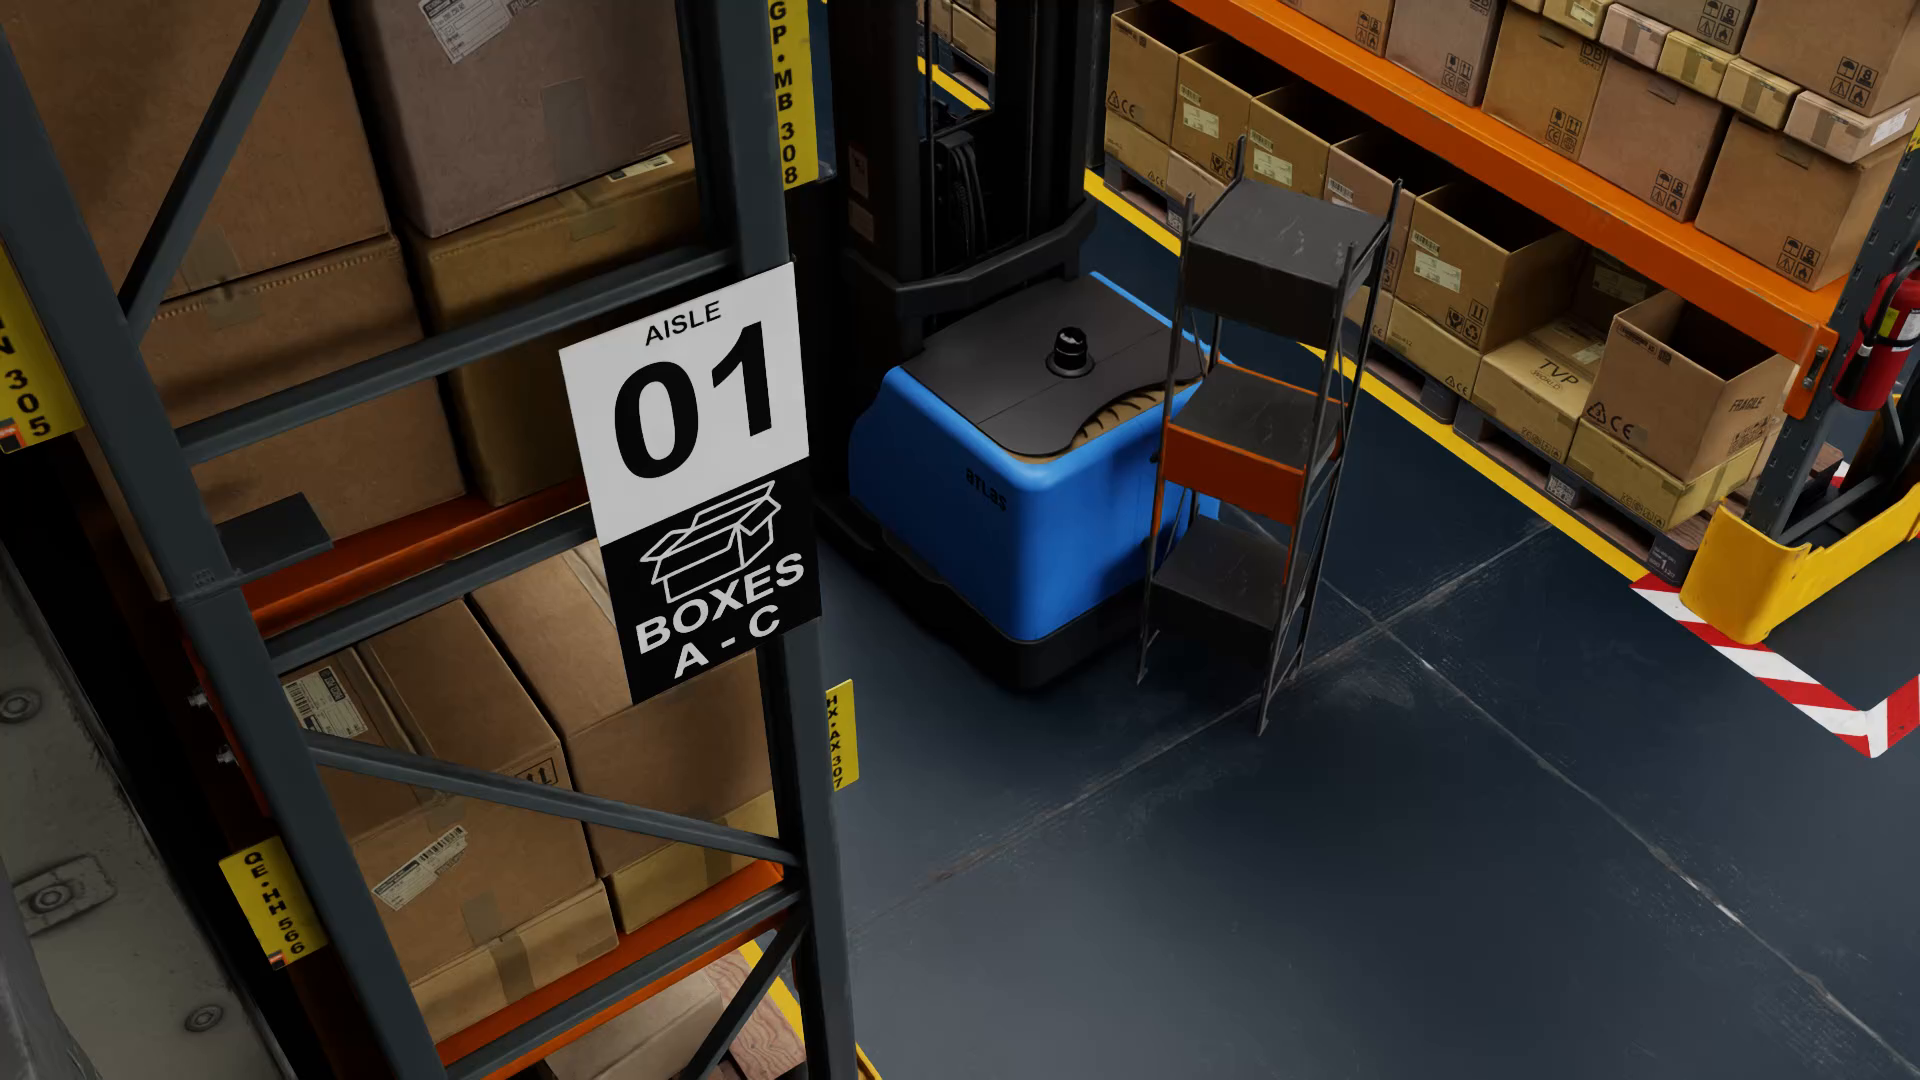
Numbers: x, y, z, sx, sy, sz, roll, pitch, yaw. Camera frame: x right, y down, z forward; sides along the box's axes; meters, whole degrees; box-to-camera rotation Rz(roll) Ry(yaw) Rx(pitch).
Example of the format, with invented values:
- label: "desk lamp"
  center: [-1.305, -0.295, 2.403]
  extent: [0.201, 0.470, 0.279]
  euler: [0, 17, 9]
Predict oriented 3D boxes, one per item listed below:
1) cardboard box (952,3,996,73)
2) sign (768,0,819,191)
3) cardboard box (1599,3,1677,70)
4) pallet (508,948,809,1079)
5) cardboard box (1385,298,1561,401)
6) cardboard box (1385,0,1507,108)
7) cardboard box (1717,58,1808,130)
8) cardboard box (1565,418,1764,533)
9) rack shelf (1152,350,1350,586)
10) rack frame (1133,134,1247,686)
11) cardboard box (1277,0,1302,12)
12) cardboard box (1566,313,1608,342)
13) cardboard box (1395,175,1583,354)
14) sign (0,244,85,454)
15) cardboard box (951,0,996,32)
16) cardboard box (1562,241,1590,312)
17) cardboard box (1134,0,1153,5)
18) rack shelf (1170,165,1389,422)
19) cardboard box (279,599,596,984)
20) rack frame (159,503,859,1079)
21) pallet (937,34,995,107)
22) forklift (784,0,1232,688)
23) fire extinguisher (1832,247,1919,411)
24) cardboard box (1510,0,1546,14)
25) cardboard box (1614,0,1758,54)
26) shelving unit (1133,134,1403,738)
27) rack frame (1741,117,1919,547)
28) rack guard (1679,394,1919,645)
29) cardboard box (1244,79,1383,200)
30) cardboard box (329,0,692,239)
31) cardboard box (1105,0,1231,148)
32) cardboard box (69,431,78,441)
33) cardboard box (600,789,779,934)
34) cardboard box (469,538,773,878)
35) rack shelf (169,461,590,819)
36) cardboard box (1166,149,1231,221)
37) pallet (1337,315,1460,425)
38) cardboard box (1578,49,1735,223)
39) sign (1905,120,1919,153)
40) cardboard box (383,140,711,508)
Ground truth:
- label: "cardboard box"
  center: [0.302, -2.839, 9.238]
  extent: [0.500, 0.250, 0.500]
  euler: [-26, 50, -25]
- label: "sign"
  center: [-0.263, -0.665, 2.469]
  extent: [0.100, 0.325, 0.005]
  euler: [-26, 49, -24]
- label: "cardboard box"
  center: [2.539, -1.856, 5.980]
  extent: [0.380, 0.149, 0.250]
  euler: [-25, 49, -24]
- label: "pallet"
  center: [-1.187, 1.442, 5.087]
  extent: [1.003, 0.211, 1.213]
  euler: [-26, 49, -24]
- label: "cardboard box"
  center: [2.221, -0.914, 7.222]
  extent: [0.500, 0.250, 0.500]
  euler: [-26, 49, -24]
- label: "cardboard box"
  center: [2.209, -2.190, 6.799]
  extent: [0.700, 0.500, 0.500]
  euler: [-24, 49, -23]
- label: "cardboard box"
  center: [2.827, -1.568, 5.678]
  extent: [0.380, 0.149, 0.250]
  euler: [-25, 49, -23]
- label: "cardboard box"
  center: [2.804, -0.353, 6.634]
  extent: [0.500, 0.250, 0.500]
  euler: [-26, 49, -24]
- label: "rack shelf"
  center: [0.962, -0.241, 5.501]
  extent: [0.480, 0.518, 0.431]
  euler: [22, 48, 22]
- label: "rack frame"
  center: [0.752, -0.336, 5.581]
  extent: [0.015, 2.100, 0.400]
  euler: [22, 48, 22]
- label: "cardboard box"
  center: [1.631, -2.765, 7.402]
  extent: [0.700, 0.500, 0.500]
  euler: [-26, 50, -25]
- label: "cardboard box"
  center: [2.940, -0.839, 7.144]
  extent: [0.500, 0.250, 0.500]
  euler: [-26, 49, -24]
- label: "cardboard box"
  center: [2.218, -1.184, 6.962]
  extent: [0.500, 0.500, 0.500]
  euler: [-26, 49, -24]
- label: "sign"
  center: [-1.175, -0.247, 2.023]
  extent: [0.100, 0.325, 0.005]
  euler: [-26, 49, -24]
- label: "cardboard box"
  center: [0.295, -3.042, 9.046]
  extent: [0.500, 0.311, 0.500]
  euler: [-24, 49, -23]
- label: "cardboard box"
  center: [2.645, -1.389, 7.177]
  extent: [0.500, 0.500, 0.500]
  euler: [-26, 49, -24]
- label: "cardboard box"
  center: [1.033, -2.967, 8.966]
  extent: [0.500, 0.311, 0.500]
  euler: [-26, 49, -24]
- label: "rack shelf"
  center: [0.961, -0.746, 5.016]
  extent: [0.480, 0.518, 0.431]
  euler: [22, 48, 22]
- label: "cardboard box"
  center: [-1.152, 0.543, 3.560]
  extent: [0.500, 0.500, 0.500]
  euler: [-26, 50, -25]
- label: "rack frame"
  center: [-0.708, 0.951, 3.582]
  extent: [1.000, 3.000, 0.127]
  euler: [-26, 49, -24]
- label: "pallet"
  center: [0.611, -2.667, 9.391]
  extent: [1.003, 0.211, 1.213]
  euler: [-26, 49, -24]
- label: "forklift"
  center: [-0.314, -1.478, 6.176]
  extent: [1.130, 2.935, 3.031]
  euler: [-29, 51, -27]
- label: "fire extinguisher"
  center: [3.040, -0.730, 5.398]
  extent: [0.296, 0.674, 0.183]
  euler: [-26, 49, -24]
- label: "cardboard box"
  center: [2.236, -2.153, 6.291]
  extent: [0.380, 0.149, 0.250]
  euler: [-24, 49, -23]
- label: "cardboard box"
  center: [2.761, -2.109, 5.775]
  extent: [0.700, 0.500, 0.500]
  euler: [-27, 50, -25]
- label: "shelving unit"
  center: [0.962, -0.251, 5.491]
  extent: [0.503, 2.100, 0.431]
  euler: [22, 48, 22]
- label: "rack frame"
  center: [3.353, -1.008, 5.634]
  extent: [1.000, 3.000, 0.127]
  euler: [-26, 49, -24]
- label: "rack guard"
  center: [3.367, -0.091, 6.483]
  extent: [1.175, 0.500, 0.348]
  euler: [-26, 49, -24]
- label: "cardboard box"
  center: [1.645, -1.750, 7.555]
  extent: [0.500, 0.500, 0.500]
  euler: [-26, 49, -24]
- label: "cardboard box"
  center: [-0.729, -0.854, 2.489]
  extent: [0.500, 0.500, 0.500]
  euler: [-29, 51, -27]
- label: "cardboard box"
  center: [1.073, -2.316, 8.148]
  extent: [0.500, 0.500, 0.500]
  euler: [-26, 49, -24]
- label: "cardboard box"
  center: [-1.454, -0.584, 2.930]
  extent: [0.500, 0.500, 0.500]
  euler: [-26, 49, -24]
- label: "cardboard box"
  center: [-0.727, 0.596, 4.048]
  extent: [0.500, 0.250, 0.500]
  euler: [-27, 50, -26]
- label: "cardboard box"
  center: [-0.734, 0.337, 3.776]
  extent: [0.500, 0.500, 0.500]
  euler: [-26, 49, -24]
- label: "rack shelf"
  center: [-1.852, -1.007, 3.981]
  extent: [1.077, 0.370, 4.000]
  euler: [-26, 49, -24]
- label: "cardboard box"
  center: [1.363, -1.764, 8.112]
  extent: [0.500, 0.250, 0.500]
  euler: [-26, 49, -24]
- label: "pallet"
  center: [2.187, -1.107, 7.756]
  extent: [1.003, 0.211, 1.213]
  euler: [-26, 49, -24]
- label: "cardboard box"
  center: [2.792, -1.610, 6.191]
  extent: [0.700, 0.500, 0.500]
  euler: [-24, 49, -23]
- label: "sign"
  center: [2.900, -1.306, 4.936]
  extent: [0.100, 0.325, 0.005]
  euler: [-26, 49, -24]
- label: "cardboard box"
  center: [-0.694, -0.466, 2.807]
  extent: [0.500, 0.500, 0.500]
  euler: [-24, 49, -23]
